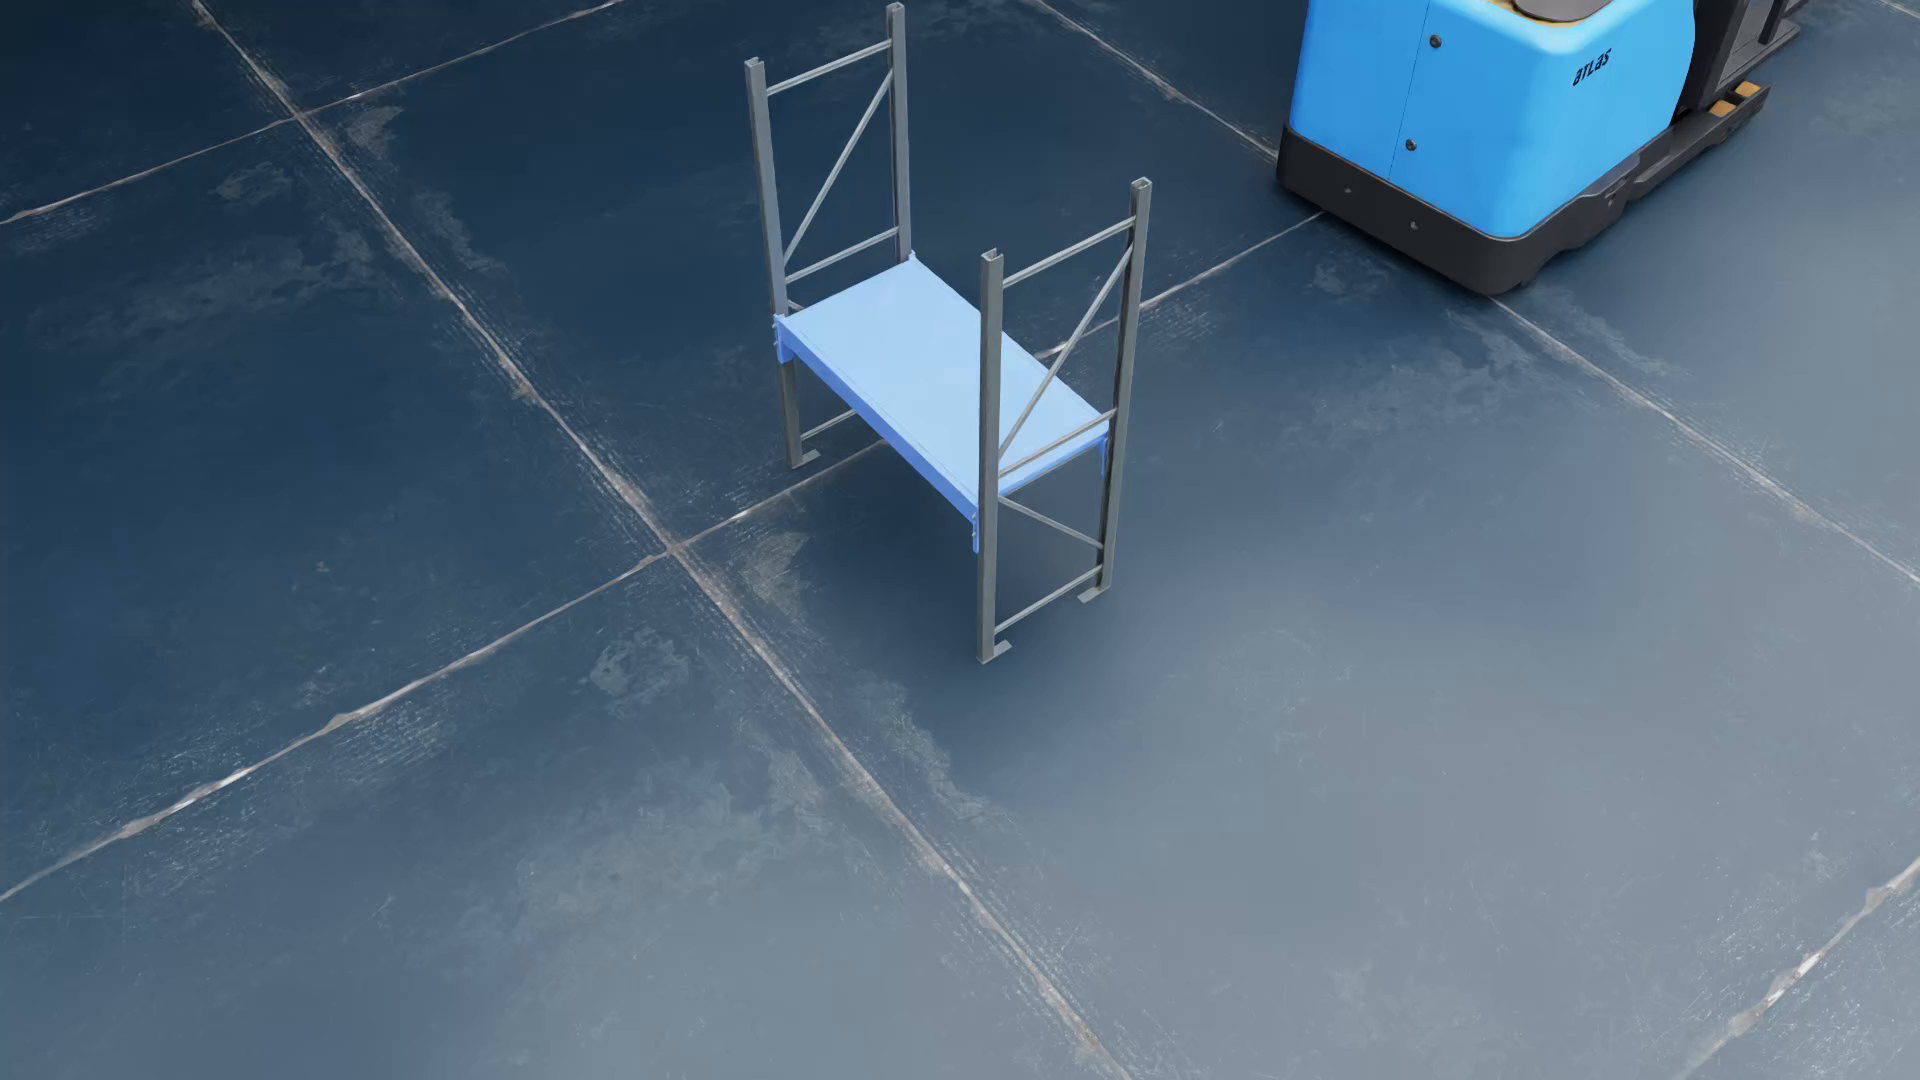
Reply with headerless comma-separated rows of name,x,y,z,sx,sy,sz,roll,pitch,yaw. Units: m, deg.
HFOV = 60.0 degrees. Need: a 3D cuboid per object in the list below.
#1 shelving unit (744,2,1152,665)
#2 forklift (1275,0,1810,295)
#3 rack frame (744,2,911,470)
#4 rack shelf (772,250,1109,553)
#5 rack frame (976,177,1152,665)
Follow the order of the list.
shelving unit,-0.052,-0.554,4.740,0.538,1.500,1.048,-29,54,-24
forklift,2.636,-2.834,5.841,3.031,2.935,1.130,-35,57,-28
rack frame,-0.359,-0.854,5.012,0.500,1.500,0.032,-29,54,-24
rack shelf,-0.052,-0.433,4.873,0.538,0.185,1.000,-29,54,-24
rack frame,0.256,-0.254,4.468,0.500,1.500,0.032,-29,54,-24
